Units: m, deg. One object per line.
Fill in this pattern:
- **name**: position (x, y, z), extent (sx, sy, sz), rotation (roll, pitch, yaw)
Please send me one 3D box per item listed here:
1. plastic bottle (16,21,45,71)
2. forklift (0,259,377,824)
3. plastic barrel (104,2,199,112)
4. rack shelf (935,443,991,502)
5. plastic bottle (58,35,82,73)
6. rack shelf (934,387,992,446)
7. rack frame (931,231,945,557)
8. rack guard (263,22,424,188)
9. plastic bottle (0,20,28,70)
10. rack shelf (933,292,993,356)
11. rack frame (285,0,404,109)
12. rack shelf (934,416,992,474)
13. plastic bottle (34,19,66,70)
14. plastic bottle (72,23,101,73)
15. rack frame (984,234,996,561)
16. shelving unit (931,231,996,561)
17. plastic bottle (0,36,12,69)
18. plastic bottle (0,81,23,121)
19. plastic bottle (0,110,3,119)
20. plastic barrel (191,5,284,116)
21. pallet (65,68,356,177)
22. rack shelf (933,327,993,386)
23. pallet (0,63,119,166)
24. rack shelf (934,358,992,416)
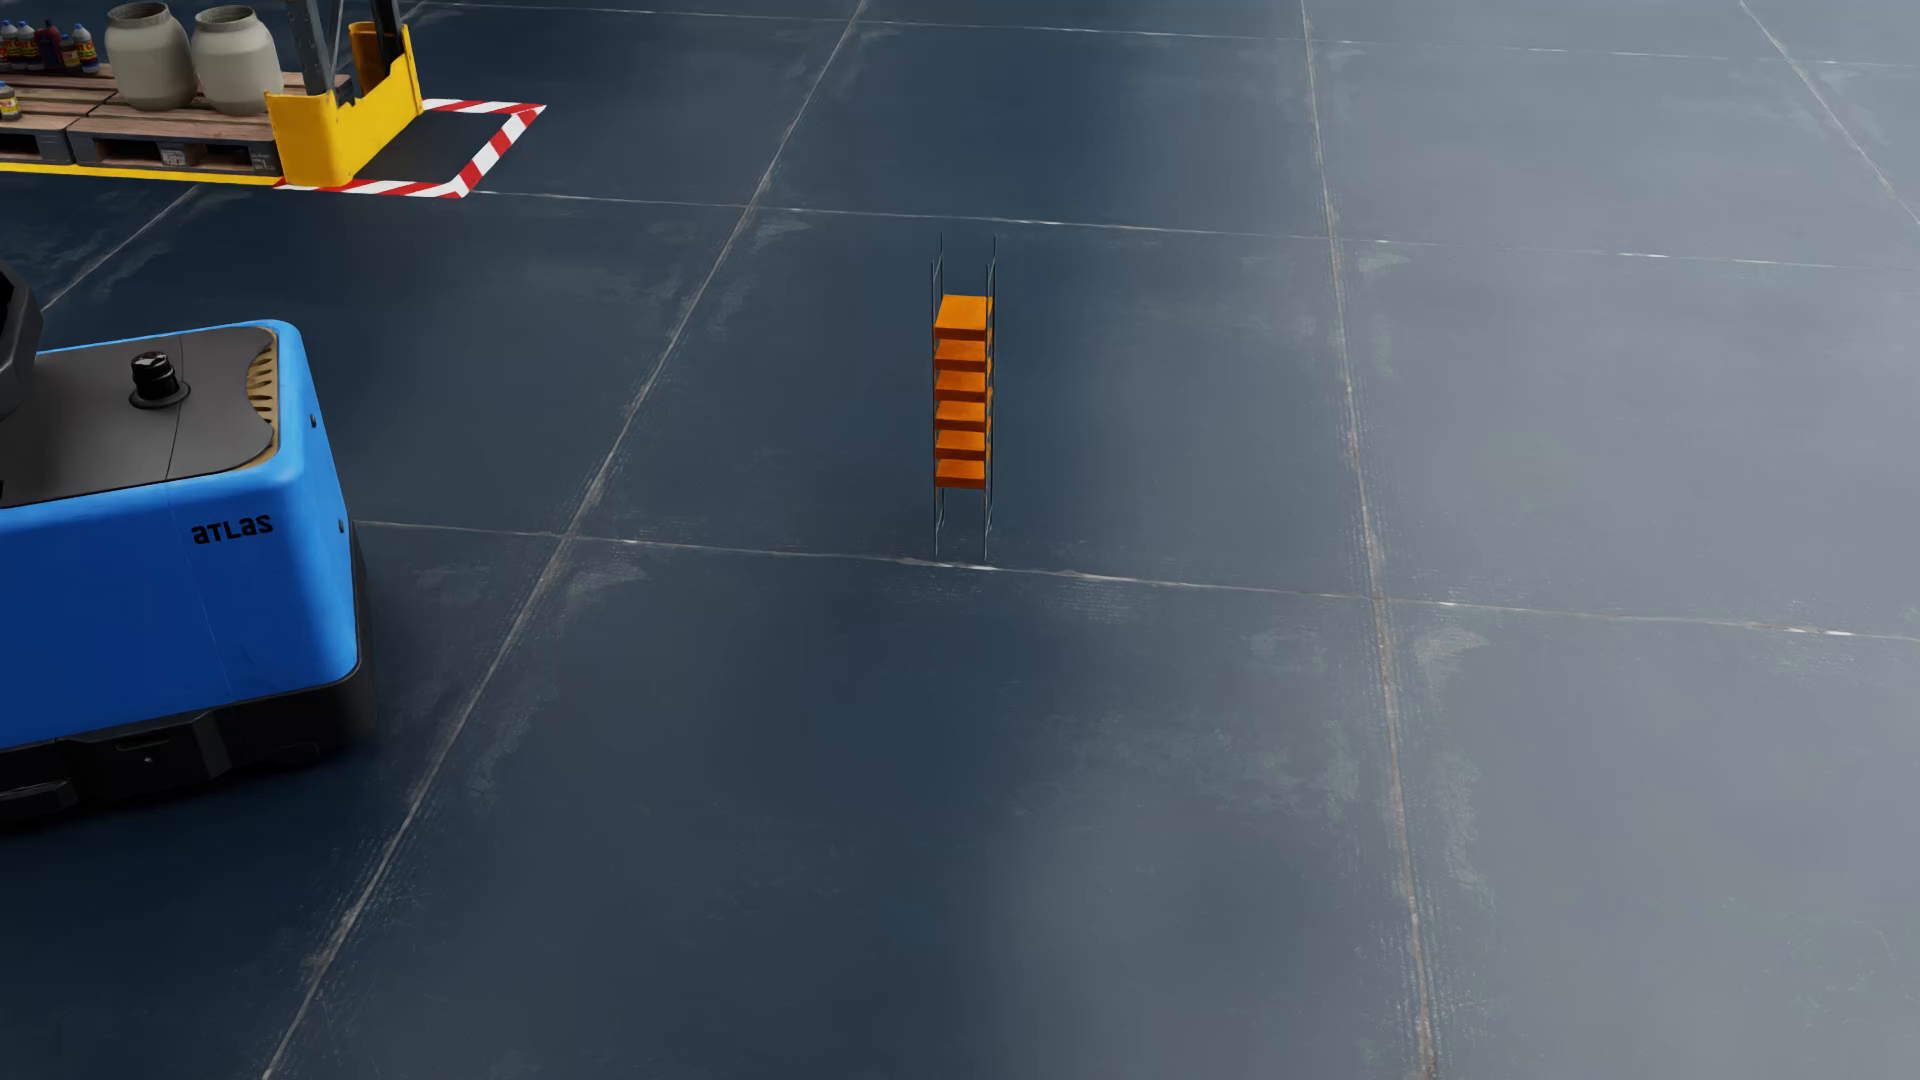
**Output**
- **plastic bottle**: position (-5.411, -2.879, 9.672), extent (0.097, 0.271, 0.097), rotation (0, 36, 0)
- **forklift**: position (-3.439, -0.518, 4.452), extent (3.031, 2.935, 1.130), rotation (-11, 37, -15)
- **plastic barrel**: position (-4.472, -2.671, 9.191), extent (0.421, 0.512, 0.421), rotation (0, 36, 0)
- **rack shelf**: position (0.014, -0.256, 6.065), extent (0.180, 0.103, 0.258), rotation (4, 36, 6)
- **plastic bottle**: position (-5.173, -2.833, 9.667), extent (0.097, 0.201, 0.097), rotation (0, 36, 0)
- **rack shelf**: position (0.014, -0.451, 5.926), extent (0.180, 0.103, 0.258), rotation (4, 36, 6)
- **rack frame**: position (-0.076, -0.494, 5.909), extent (0.006, 1.200, 0.240), rotation (4, 36, 6)
- **rack guard**: position (-3.393, -2.432, 9.228), extent (0.348, 0.500, 1.175), rotation (4, 36, 6)
- **plastic bottle**: position (-5.510, -2.886, 9.682), extent (0.097, 0.271, 0.097), rotation (0, 36, 0)
- **rack shelf**: position (0.014, -0.744, 5.717), extent (0.180, 0.103, 0.258), rotation (4, 36, 6)
- **rack frame**: position (-3.312, -3.471, 8.532), extent (0.127, 3.000, 1.000), rotation (4, 36, 6)
- **rack shelf**: position (0.014, -0.353, 5.995), extent (0.180, 0.103, 0.258), rotation (4, 36, 6)
- **plastic bottle**: position (-5.293, -2.886, 9.671), extent (0.133, 0.283, 0.061), rotation (5, 36, 7)
- **plastic bottle**: position (-5.071, -2.854, 9.636), extent (0.097, 0.271, 0.097), rotation (0, 36, 0)
- **rack frame**: position (0.105, -0.481, 5.890), extent (0.006, 1.200, 0.240), rotation (4, 36, 6)
- **shelving unit**: position (0.014, -0.487, 5.900), extent (0.189, 1.200, 0.258), rotation (4, 36, 6)
- **plastic bottle**: position (-5.608, -2.865, 9.713), extent (0.097, 0.201, 0.097), rotation (0, 36, 0)
- **plastic bottle**: position (-5.190, -2.395, 9.053), extent (0.097, 0.201, 0.097), rotation (0, 36, 0)
- **plastic bottle**: position (-5.308, -2.426, 9.027), extent (0.133, 0.283, 0.061), rotation (5, 36, 7)
- **plastic barrel**: position (-3.975, -2.634, 9.139), extent (0.421, 0.512, 0.421), rotation (0, 36, 0)
- **pallet**: position (-4.199, -2.378, 9.400), extent (1.213, 0.211, 1.003), rotation (4, 36, 6)
- **rack shelf**: position (0.014, -0.646, 5.786), extent (0.180, 0.103, 0.258), rotation (4, 36, 6)
- **pallet**: position (-5.405, -2.470, 9.529), extent (1.213, 0.211, 1.003), rotation (4, 36, 6)
- **rack shelf**: position (0.014, -0.549, 5.856), extent (0.180, 0.103, 0.258), rotation (4, 36, 6)
